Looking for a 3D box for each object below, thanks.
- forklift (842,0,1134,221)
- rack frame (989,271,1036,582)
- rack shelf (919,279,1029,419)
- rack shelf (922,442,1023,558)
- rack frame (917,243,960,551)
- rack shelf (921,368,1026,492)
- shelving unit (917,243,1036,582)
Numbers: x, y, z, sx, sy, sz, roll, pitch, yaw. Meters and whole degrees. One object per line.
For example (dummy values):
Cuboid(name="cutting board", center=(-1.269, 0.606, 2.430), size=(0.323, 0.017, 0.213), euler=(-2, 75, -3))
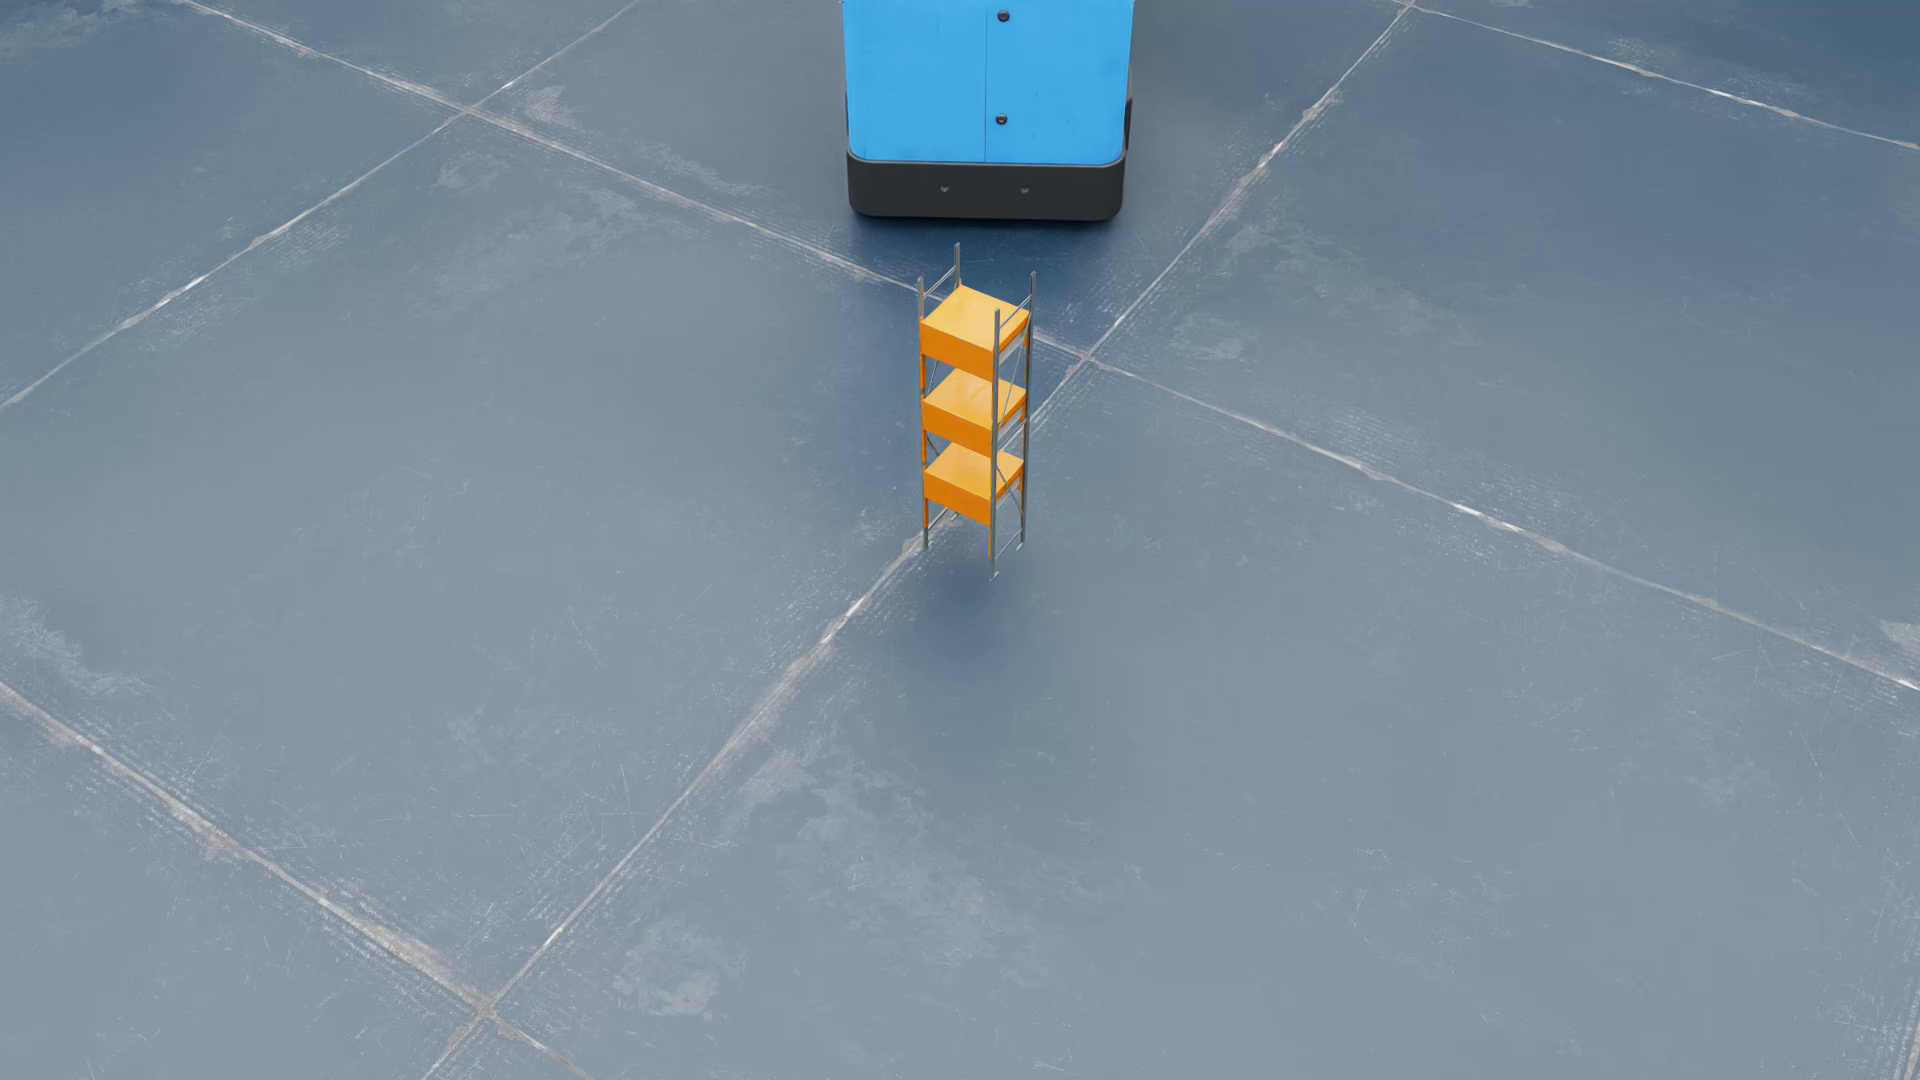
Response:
Cuboid(name="forklift", center=(0.148, -3.282, 6.395), size=(1.130, 2.935, 3.031), euler=(2, 46, 1))
Cuboid(name="rack frame", center=(0.148, -0.298, 4.807), size=(0.008, 1.050, 0.200), euler=(25, 51, 22))
Cuboid(name="rack shelf", center=(0.045, -0.536, 4.657), size=(0.240, 0.259, 0.215), euler=(25, 51, 22))
Cuboid(name="rack shelf", center=(0.045, -0.144, 5.060), size=(0.240, 0.259, 0.215), euler=(25, 51, 22))
Cuboid(name="rack frame", center=(-0.058, -0.392, 4.899), size=(0.008, 1.050, 0.200), euler=(25, 51, 22))
Cuboid(name="rack shelf", center=(0.045, -0.338, 4.861), size=(0.240, 0.259, 0.215), euler=(25, 51, 22))
Cuboid(name="shelving unit", center=(0.045, -0.345, 4.853), size=(0.252, 1.050, 0.215), euler=(25, 51, 22))
